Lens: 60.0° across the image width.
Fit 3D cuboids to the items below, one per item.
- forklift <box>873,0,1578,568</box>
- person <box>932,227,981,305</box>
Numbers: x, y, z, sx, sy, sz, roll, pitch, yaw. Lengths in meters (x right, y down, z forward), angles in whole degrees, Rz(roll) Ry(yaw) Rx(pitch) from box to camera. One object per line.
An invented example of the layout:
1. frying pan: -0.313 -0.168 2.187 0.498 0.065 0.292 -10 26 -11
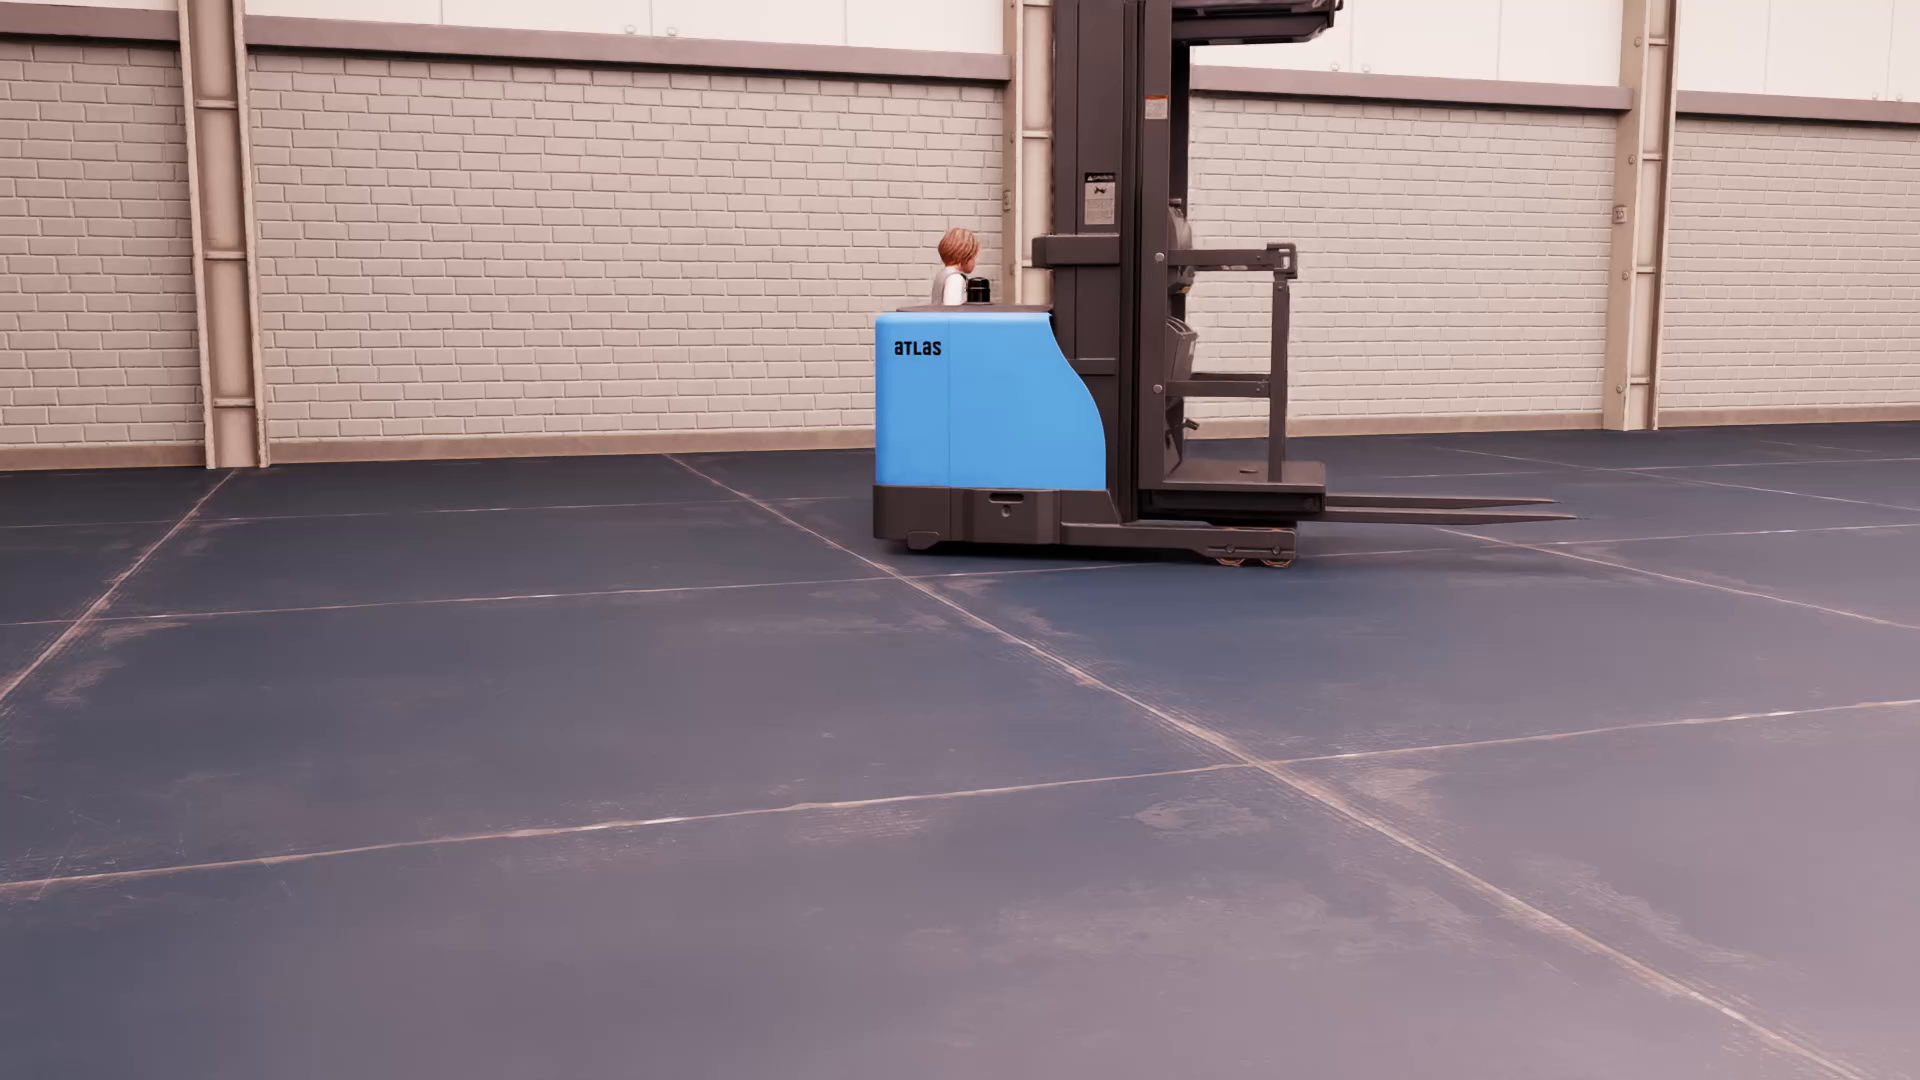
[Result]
1. forklift: 1.178 -1.413 7.438 3.031 2.935 1.130 2 8 12
2. person: -0.030 -0.865 8.694 0.434 1.523 0.740 -1 8 -5
